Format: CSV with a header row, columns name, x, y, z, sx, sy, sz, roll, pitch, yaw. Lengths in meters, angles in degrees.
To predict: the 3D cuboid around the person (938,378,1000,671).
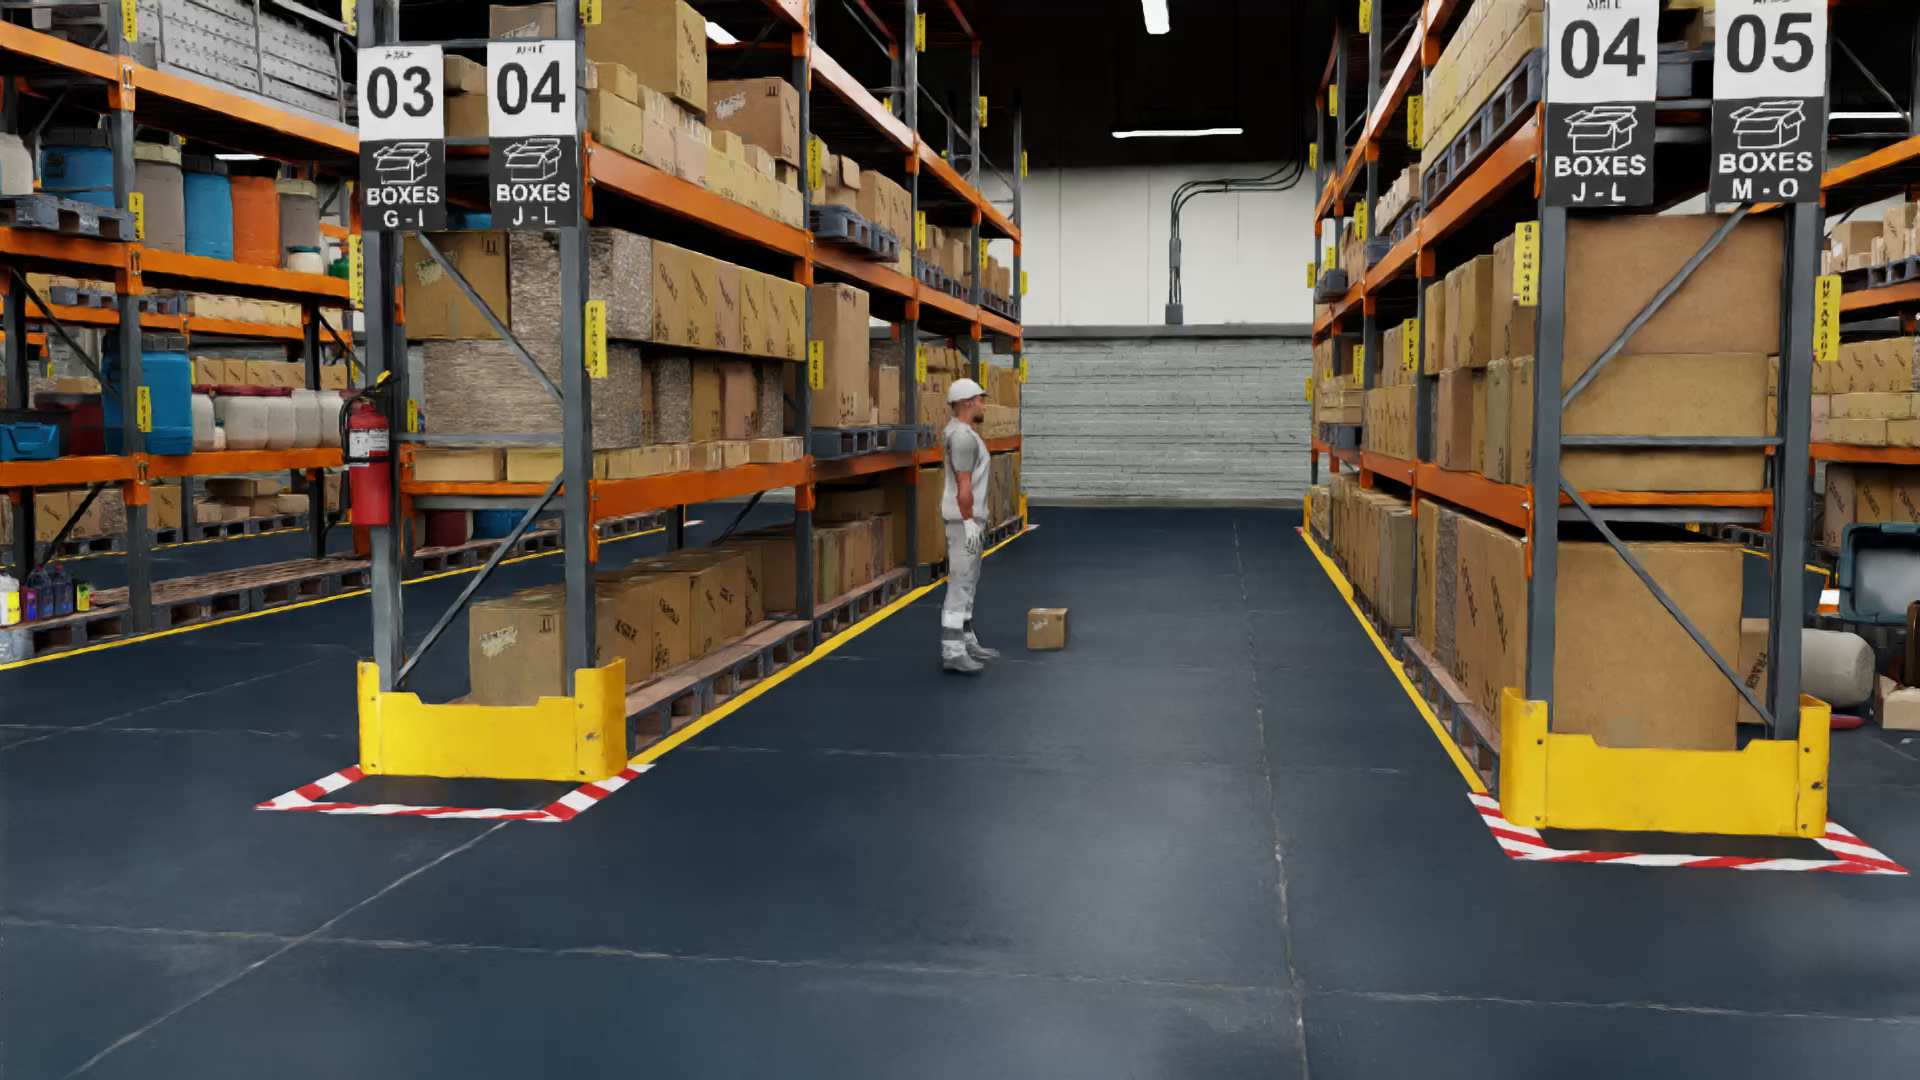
name,x,y,z,sx,sy,sz,roll,pitch,yaw
person,0.061,-0.112,10.433,0.393,1.800,0.668,0,4,-1
